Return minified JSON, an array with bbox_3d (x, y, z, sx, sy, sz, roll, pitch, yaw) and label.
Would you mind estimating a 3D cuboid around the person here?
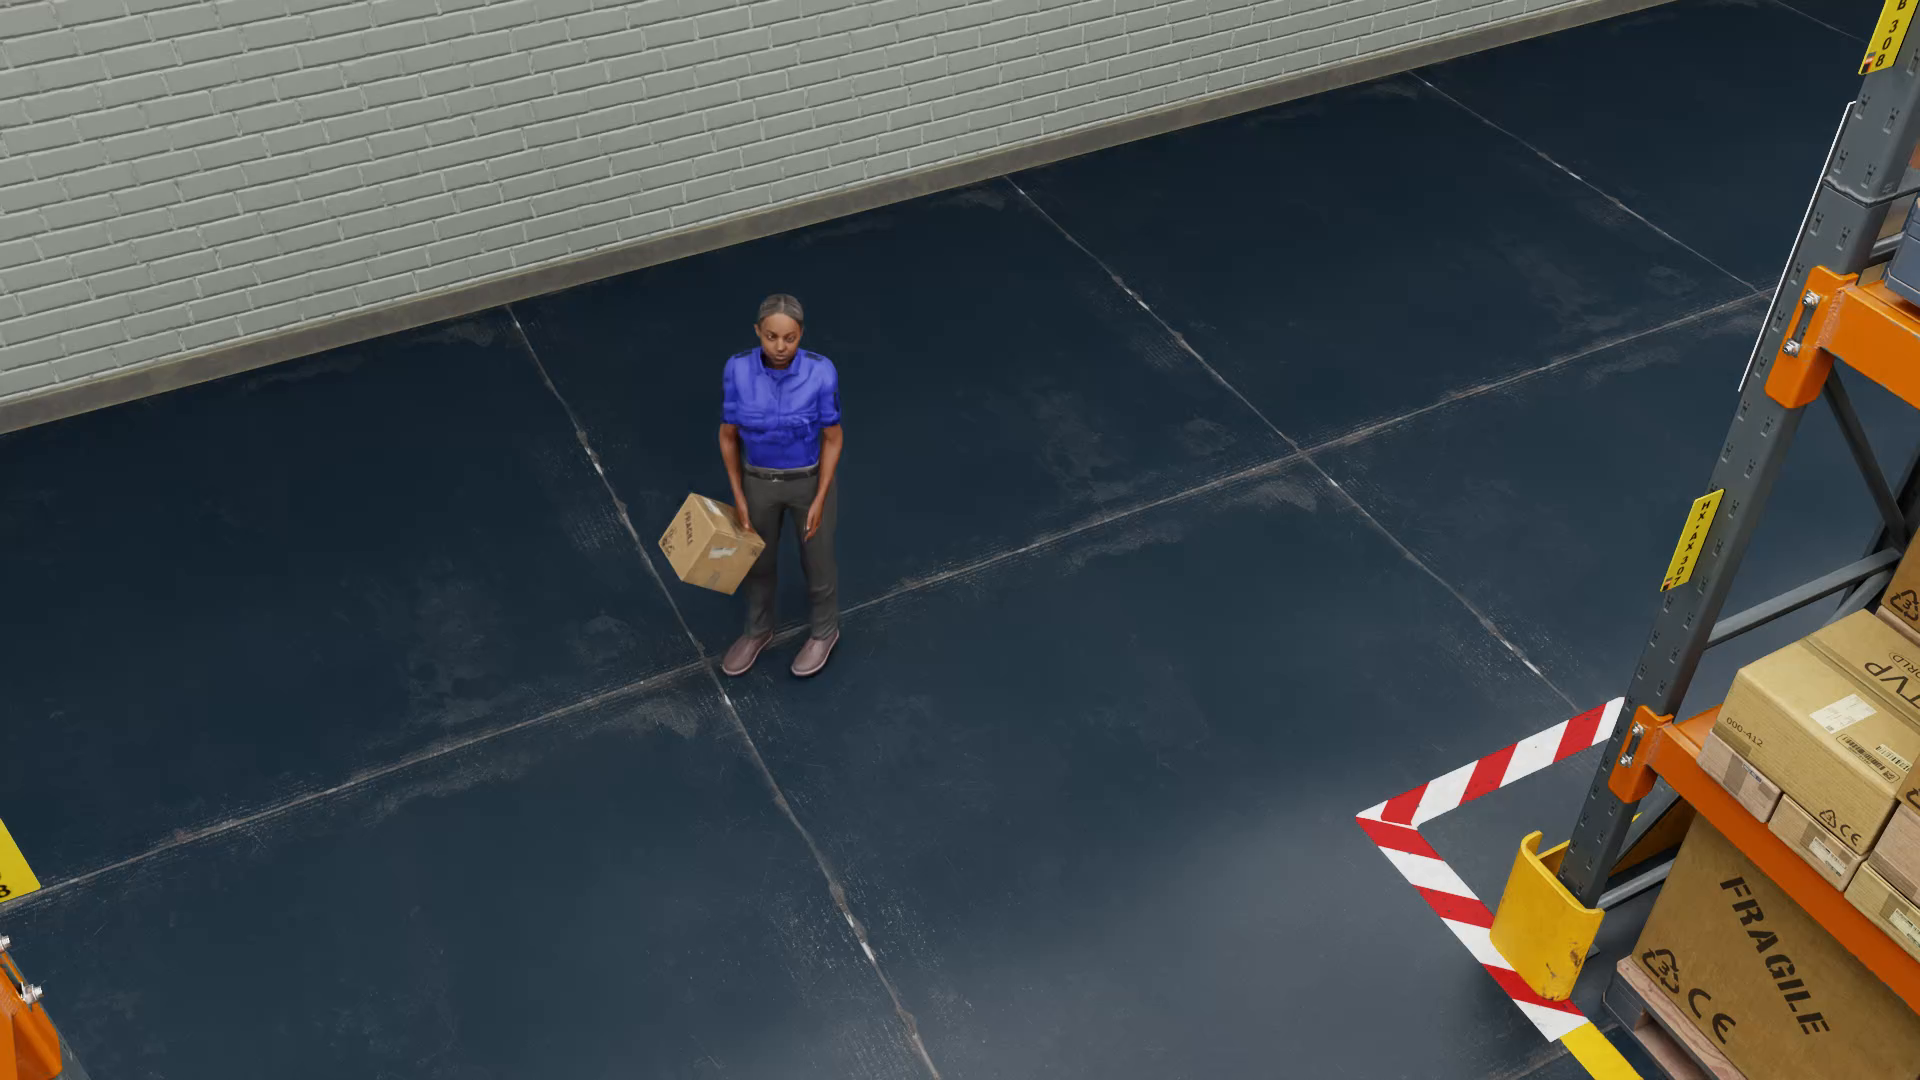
[{"bbox_3d":[-0.705,-0.163,6.338,0.538,1.652,0.421,0,42,0],"label":"person"}]
